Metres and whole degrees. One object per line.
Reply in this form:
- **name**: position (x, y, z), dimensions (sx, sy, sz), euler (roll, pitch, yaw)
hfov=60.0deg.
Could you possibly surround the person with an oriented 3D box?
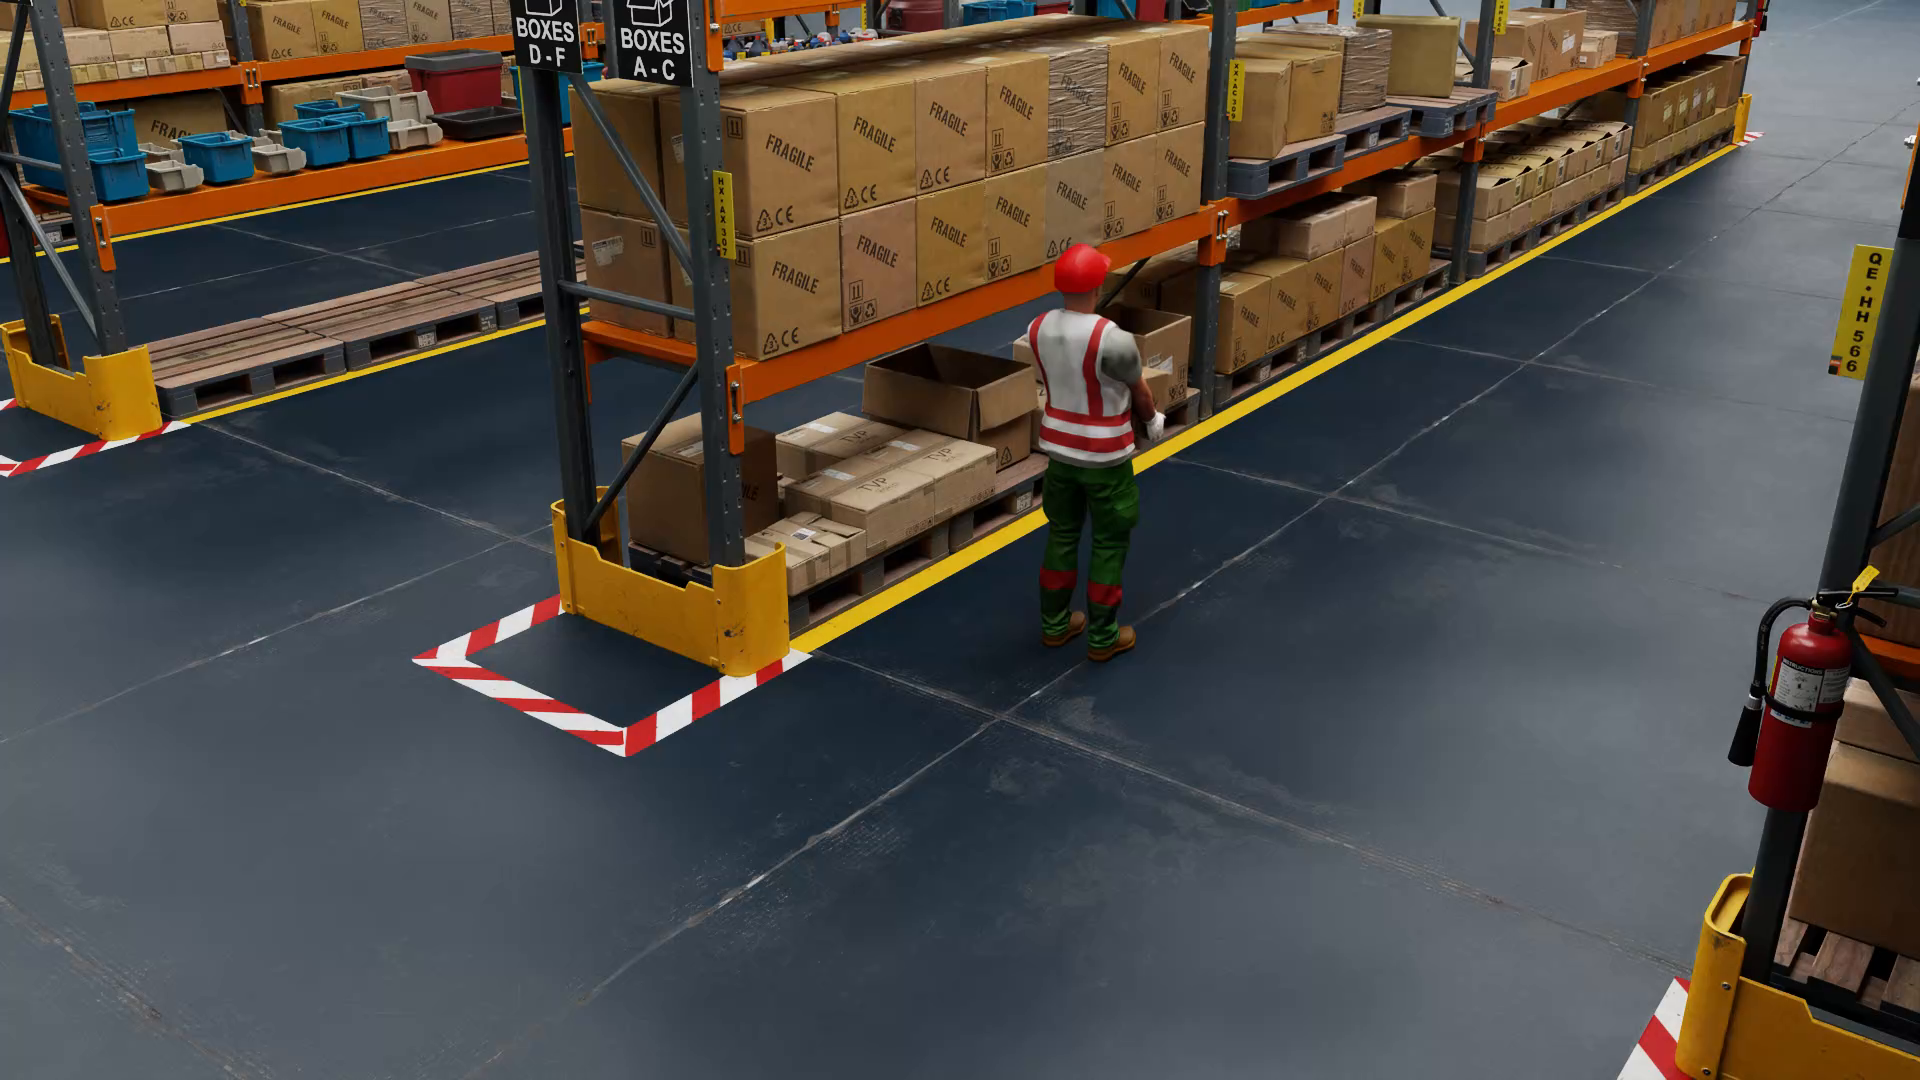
- **person**: position (0.582, -0.392, 6.986), dimensions (0.494, 1.782, 0.570), euler (17, 29, 34)
